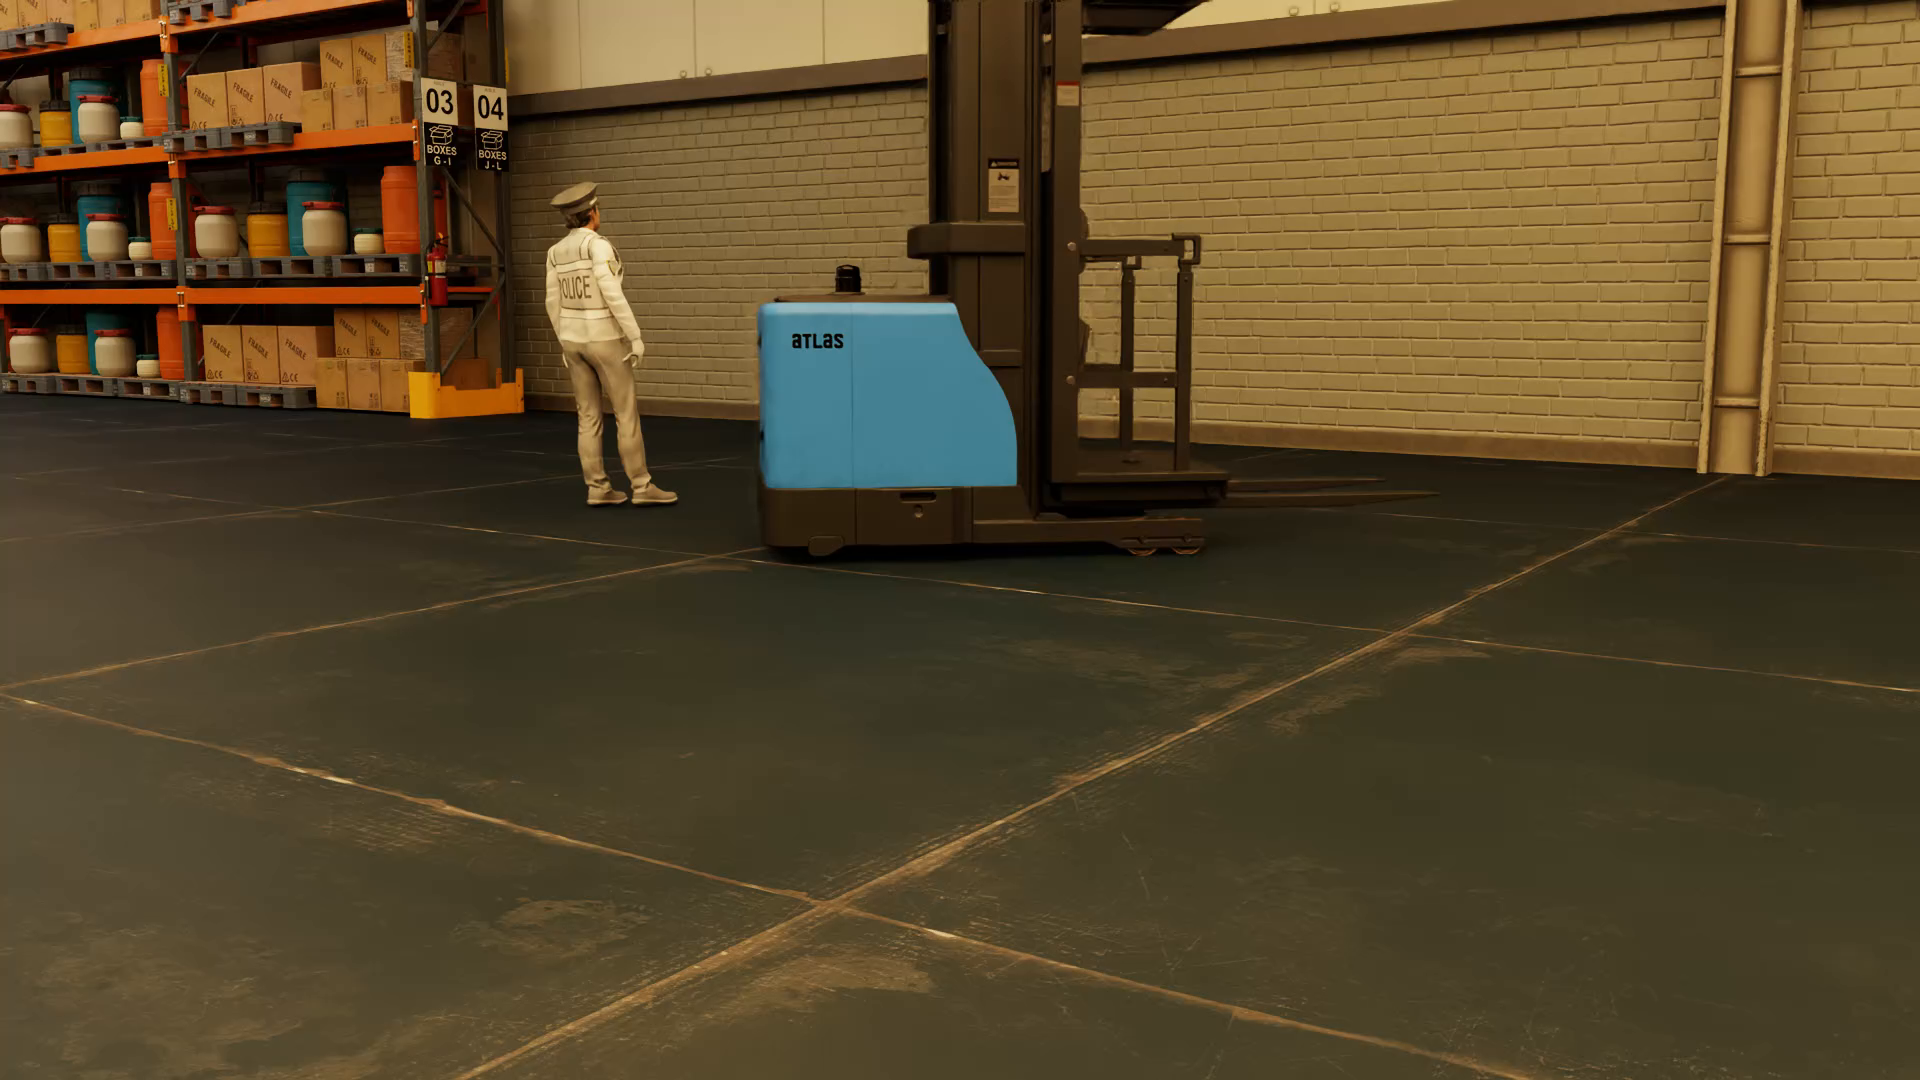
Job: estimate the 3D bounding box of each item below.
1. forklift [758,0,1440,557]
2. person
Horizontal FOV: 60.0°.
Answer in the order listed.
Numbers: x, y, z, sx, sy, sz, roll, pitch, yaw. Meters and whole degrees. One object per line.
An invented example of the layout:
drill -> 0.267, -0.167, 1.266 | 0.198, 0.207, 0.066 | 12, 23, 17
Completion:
forklift -> 0.616, -1.453, 7.408 | 3.031, 2.935, 1.130 | -1, 8, -8
person -> -1.879, -1.032, 8.802 | 0.583, 1.696, 0.530 | 5, 10, 33
